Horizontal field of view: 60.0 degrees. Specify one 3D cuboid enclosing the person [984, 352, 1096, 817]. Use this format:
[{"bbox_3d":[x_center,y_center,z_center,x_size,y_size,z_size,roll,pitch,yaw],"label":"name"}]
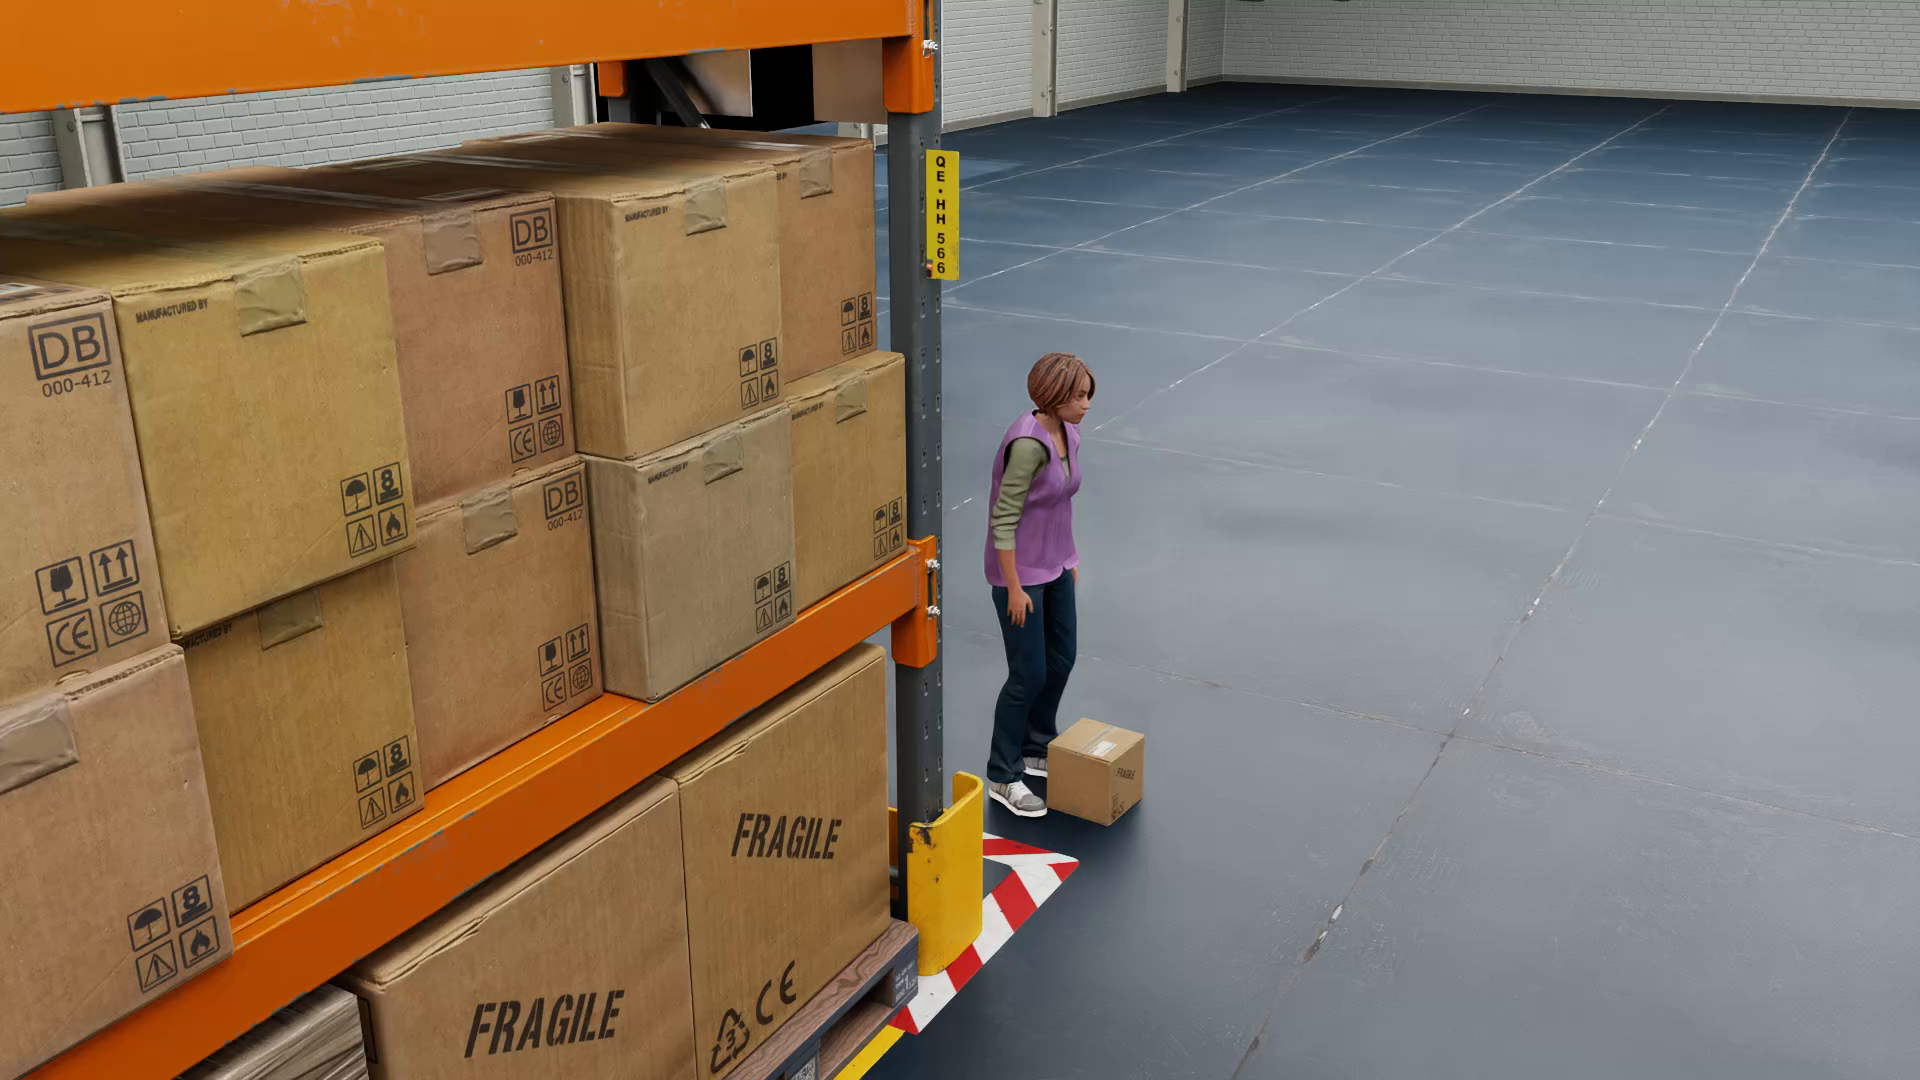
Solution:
[{"bbox_3d":[0.267,0.133,5.718,0.345,1.592,0.476,12,23,29],"label":"person"}]
